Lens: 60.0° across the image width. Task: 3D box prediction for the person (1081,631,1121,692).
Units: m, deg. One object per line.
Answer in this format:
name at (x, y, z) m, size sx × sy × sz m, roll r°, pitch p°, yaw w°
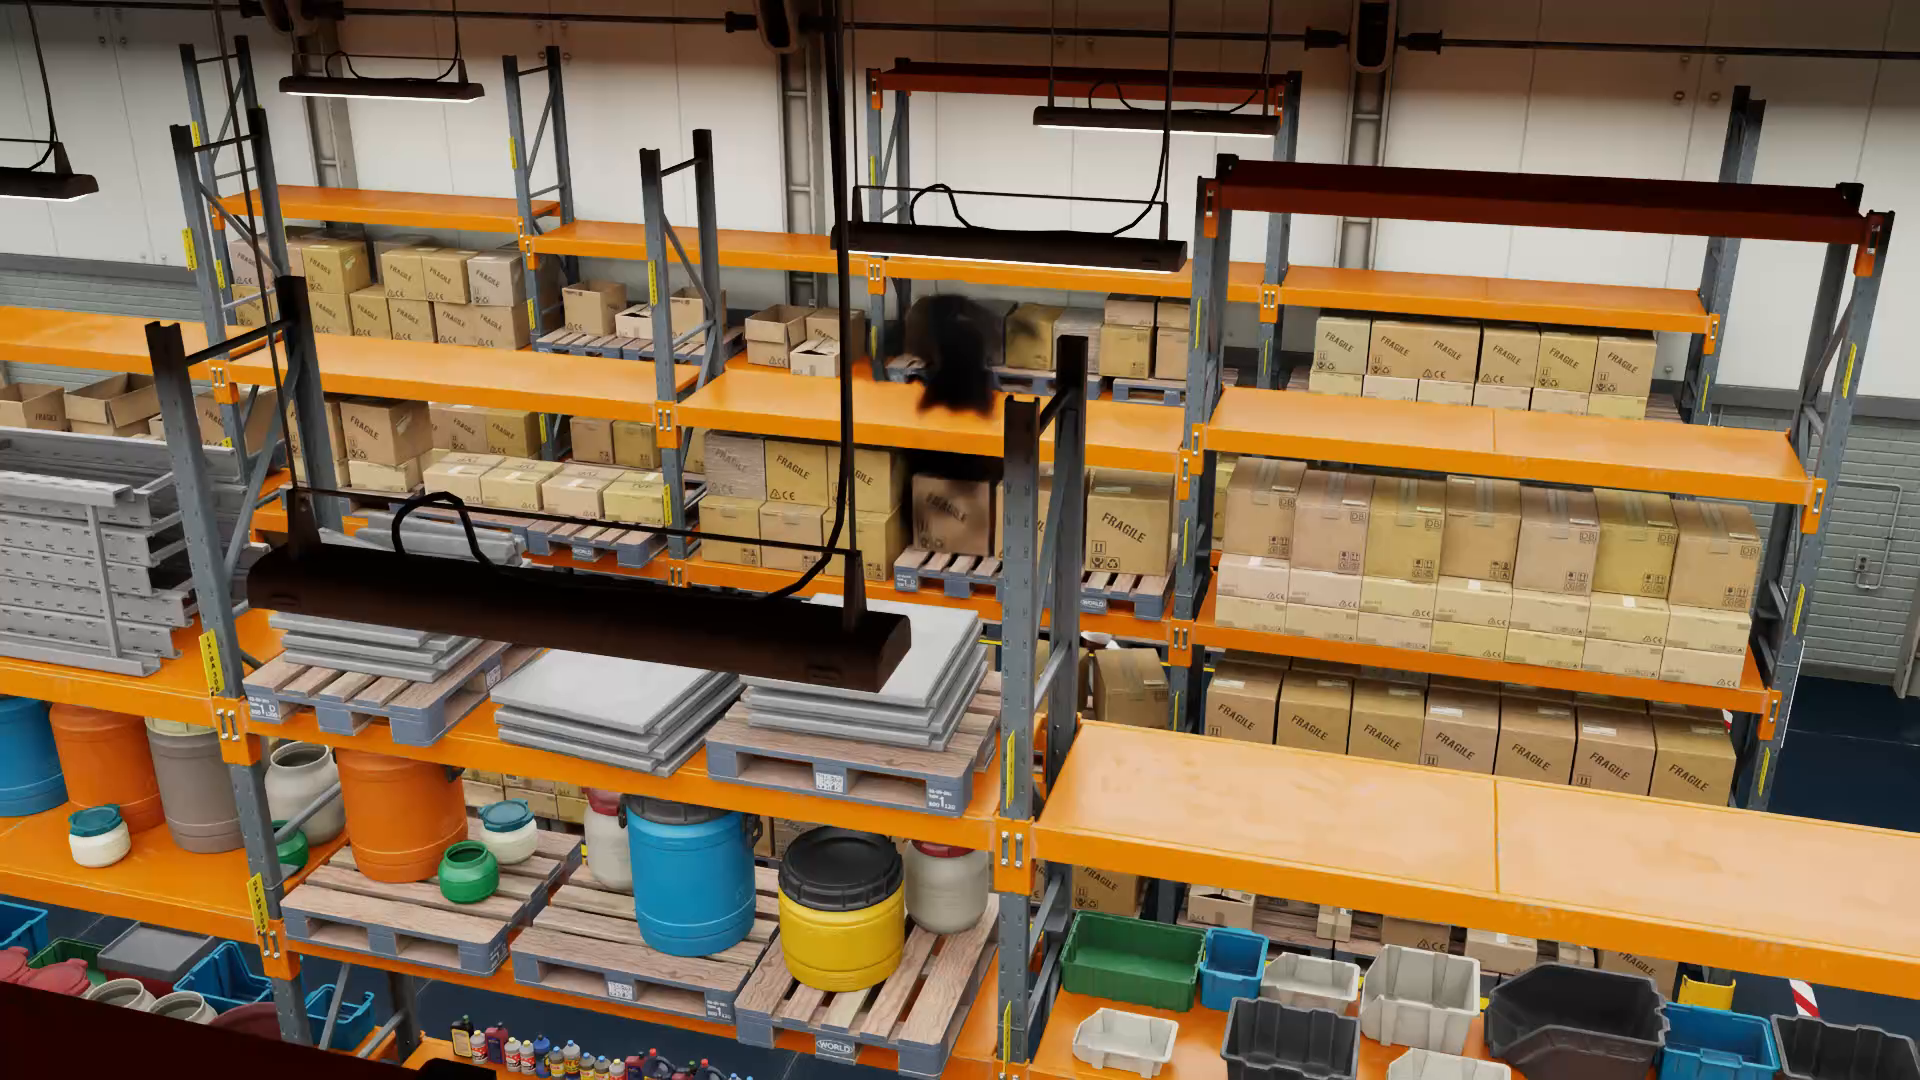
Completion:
person at (1.401, 1.525, 14.886) m, size 0.688 × 1.711 × 0.682 m, roll 1°, pitch 23°, yaw 1°
